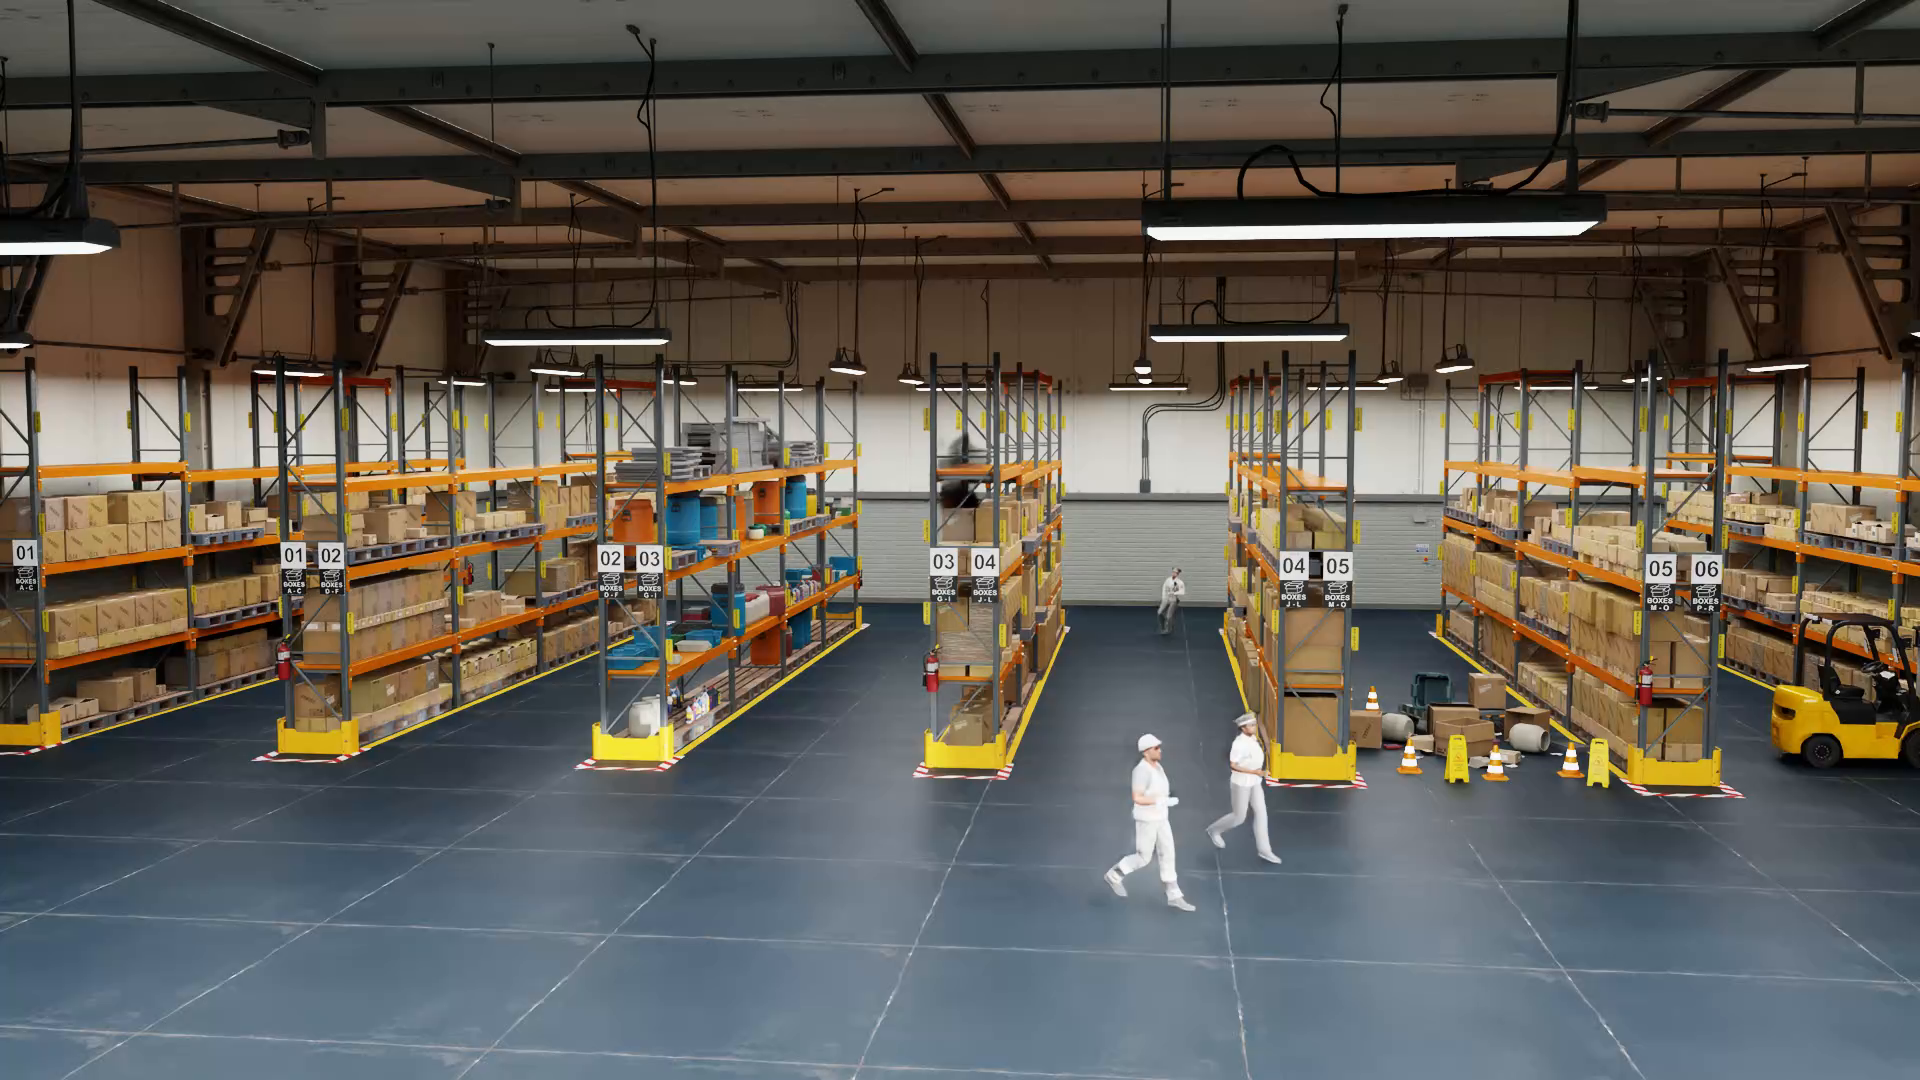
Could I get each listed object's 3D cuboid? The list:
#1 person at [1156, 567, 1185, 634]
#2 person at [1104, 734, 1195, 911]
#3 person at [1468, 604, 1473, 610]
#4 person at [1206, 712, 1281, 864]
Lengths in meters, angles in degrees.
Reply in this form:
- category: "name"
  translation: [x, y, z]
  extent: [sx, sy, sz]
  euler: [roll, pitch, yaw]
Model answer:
- category: "person"
  translation: [4.952, 1.422, 39.052]
  extent: [0.693, 1.612, 0.585]
  euler: [3, 5, 35]
- category: "person"
  translation: [1.948, 2.880, 17.063]
  extent: [0.987, 1.786, 0.656]
  euler: [2, 5, 31]
- category: "person"
  translation: [12.497, 1.327, 39.983]
  extent: [0.705, 1.801, 0.699]
  euler: [-2, 5, -28]
- category: "person"
  translation: [3.253, 2.802, 19.028]
  extent: [0.933, 1.700, 0.587]
  euler: [4, 5, 42]
